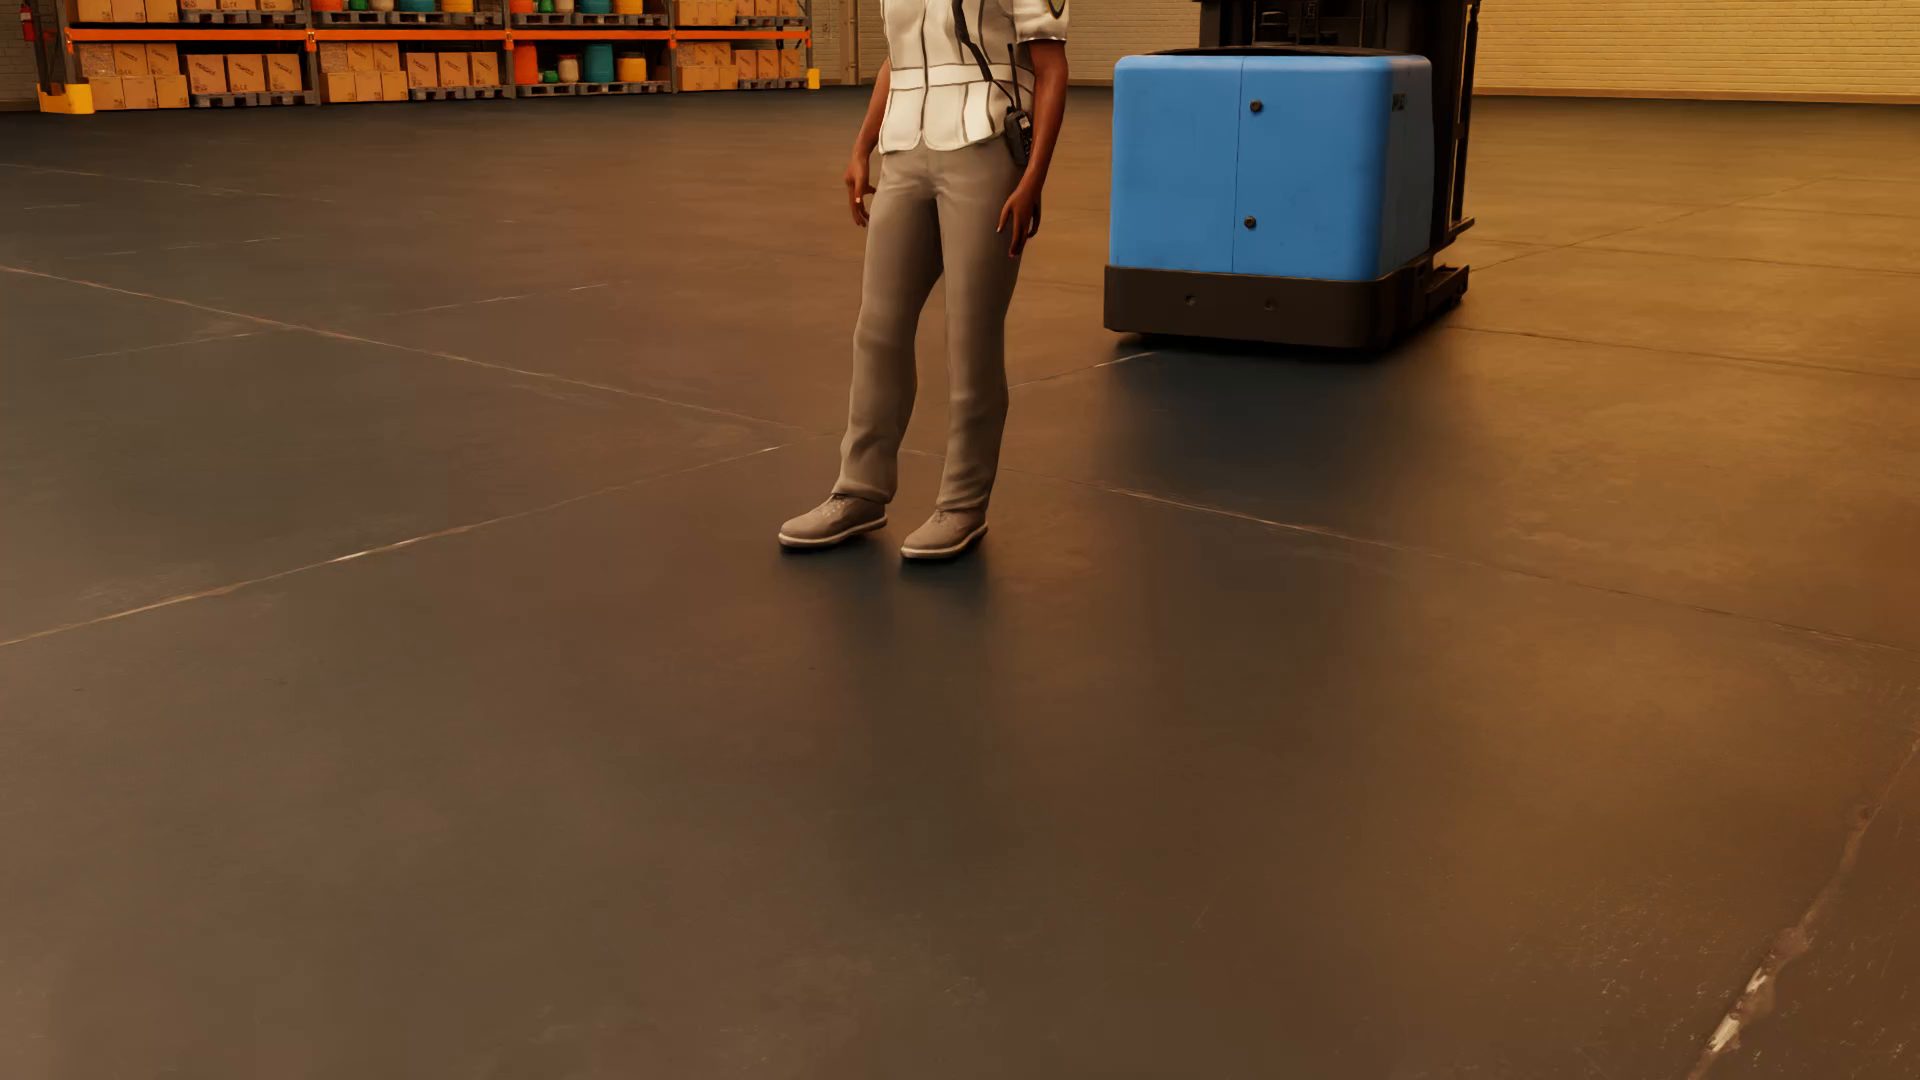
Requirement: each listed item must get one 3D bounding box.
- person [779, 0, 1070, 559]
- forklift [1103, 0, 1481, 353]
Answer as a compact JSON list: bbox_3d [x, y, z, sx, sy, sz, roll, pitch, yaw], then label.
[{"bbox_3d":[-0.063,-0.803,3.651,0.569,1.693,0.528,13,21,37],"label":"person"},{"bbox_3d":[1.643,-2.470,7.033,1.130,2.935,3.031,8,19,24],"label":"forklift"}]
